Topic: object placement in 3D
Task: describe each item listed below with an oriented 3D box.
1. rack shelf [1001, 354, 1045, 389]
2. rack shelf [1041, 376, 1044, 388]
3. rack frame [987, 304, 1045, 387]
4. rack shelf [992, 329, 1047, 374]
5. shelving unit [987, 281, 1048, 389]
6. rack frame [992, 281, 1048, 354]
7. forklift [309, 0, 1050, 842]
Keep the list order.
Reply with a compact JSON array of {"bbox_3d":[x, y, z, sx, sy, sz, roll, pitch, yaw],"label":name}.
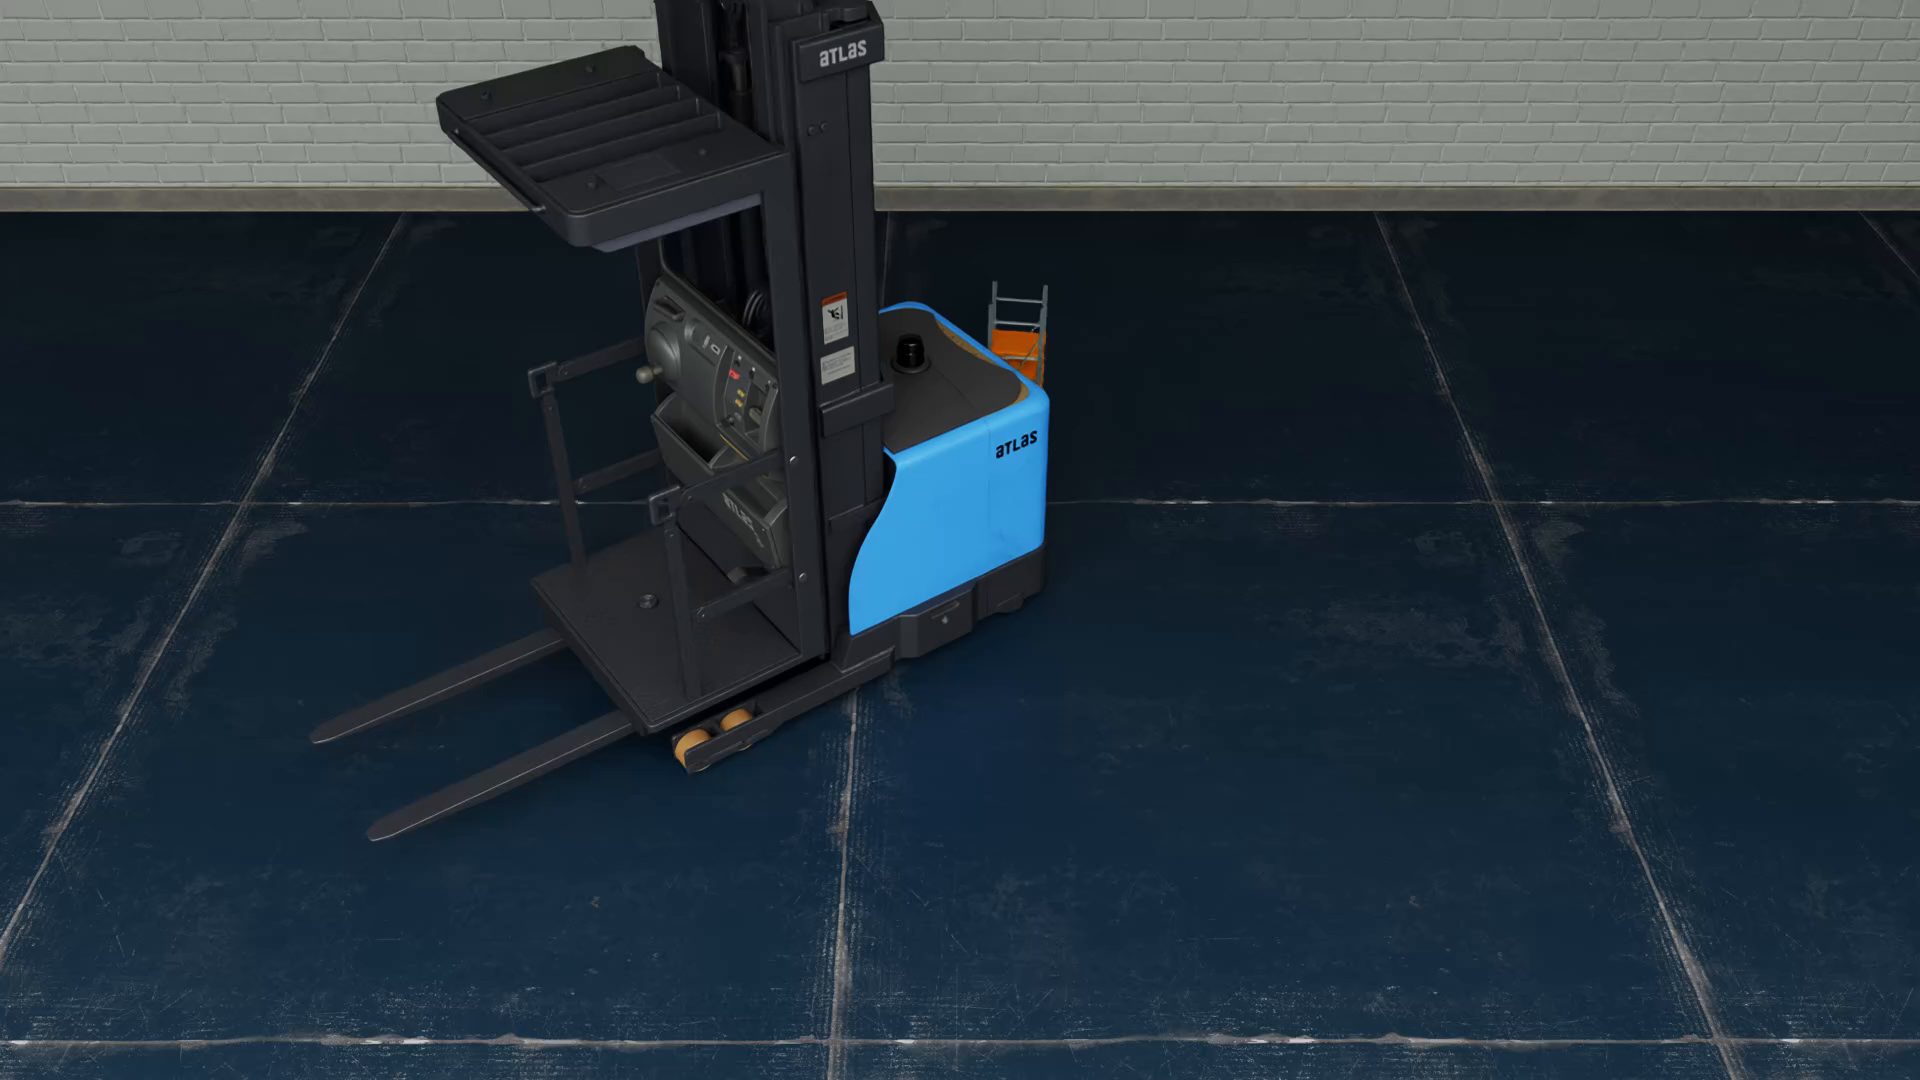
[{"bbox_3d":[0.243,-0.740,7.370,0.258,0.103,0.180,5,41,4],"label":"rack shelf"},{"bbox_3d":[0.240,-0.648,7.448,0.258,0.103,0.180,5,41,4],"label":"rack shelf"},{"bbox_3d":[0.230,-0.532,7.427,0.240,1.200,0.006,5,41,4],"label":"rack frame"},{"bbox_3d":[0.245,-0.831,7.292,0.258,0.103,0.180,5,41,4],"label":"rack shelf"},{"bbox_3d":[0.239,-0.591,7.497,0.258,1.200,0.189,5,41,4],"label":"shelving unit"},{"bbox_3d":[0.248,-0.650,7.566,0.240,1.200,0.006,5,41,4],"label":"rack frame"},{"bbox_3d":[-1.107,-0.602,6.157,3.031,2.935,1.130,-24,45,-27],"label":"forklift"}]
